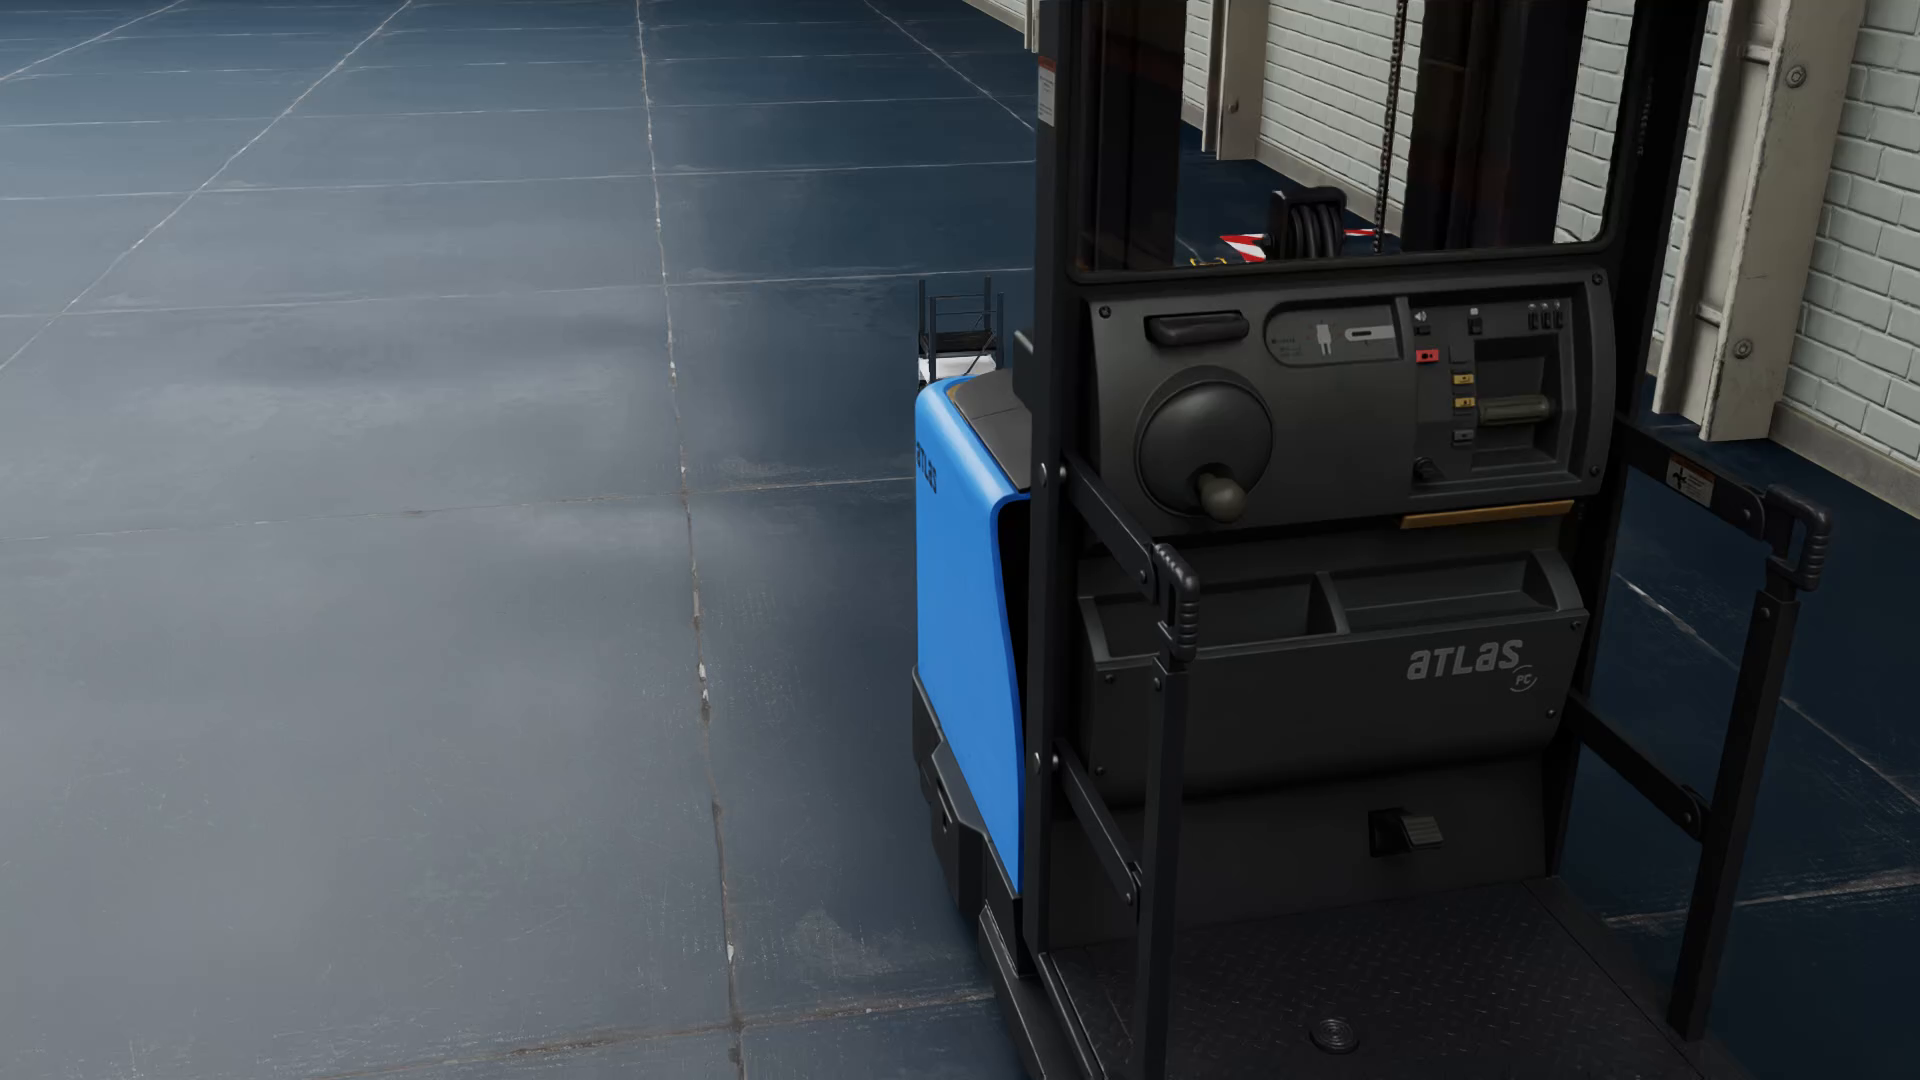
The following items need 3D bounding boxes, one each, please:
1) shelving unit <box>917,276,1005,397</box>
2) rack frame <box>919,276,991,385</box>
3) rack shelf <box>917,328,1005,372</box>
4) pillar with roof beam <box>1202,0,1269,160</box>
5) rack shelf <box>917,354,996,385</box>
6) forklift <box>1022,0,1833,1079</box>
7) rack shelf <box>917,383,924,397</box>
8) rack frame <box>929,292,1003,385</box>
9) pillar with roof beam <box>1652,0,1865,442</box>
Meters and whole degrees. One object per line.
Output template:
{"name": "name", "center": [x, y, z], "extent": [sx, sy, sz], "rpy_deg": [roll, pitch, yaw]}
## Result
{"name": "shelving unit", "center": [0.001, -0.409, 5.563], "extent": [0.258, 0.900, 0.210], "rpy_deg": [-4, 24, -10]}
{"name": "rack frame", "center": [-0.017, -0.449, 5.654], "extent": [0.240, 0.900, 0.006], "rpy_deg": [-4, 24, -10]}
{"name": "rack shelf", "center": [0.001, -0.626, 5.468], "extent": [0.258, 0.077, 0.200], "rpy_deg": [-4, 24, -10]}
{"name": "pillar with roof beam", "center": [-2.242, -6.647, 9.726], "extent": [9.100, 9.000, 0.400], "rpy_deg": [-4, 24, -10]}
{"name": "rack shelf", "center": [0.001, -0.544, 5.504], "extent": [0.258, 0.077, 0.200], "rpy_deg": [-4, 24, -10]}
{"name": "forklift", "center": [0.708, -0.215, 2.581], "extent": [1.110, 2.935, 3.031], "rpy_deg": [-5, 24, -12]}
{"name": "rack shelf", "center": [0.001, -0.461, 5.540], "extent": [0.258, 0.077, 0.200], "rpy_deg": [-4, 24, -10]}
{"name": "rack frame", "center": [0.020, -0.369, 5.471], "extent": [0.240, 0.900, 0.006], "rpy_deg": [-4, 24, -10]}
{"name": "pillar with roof beam", "center": [-1.133, -4.287, 4.323], "extent": [9.100, 9.000, 0.400], "rpy_deg": [-4, 24, -10]}
